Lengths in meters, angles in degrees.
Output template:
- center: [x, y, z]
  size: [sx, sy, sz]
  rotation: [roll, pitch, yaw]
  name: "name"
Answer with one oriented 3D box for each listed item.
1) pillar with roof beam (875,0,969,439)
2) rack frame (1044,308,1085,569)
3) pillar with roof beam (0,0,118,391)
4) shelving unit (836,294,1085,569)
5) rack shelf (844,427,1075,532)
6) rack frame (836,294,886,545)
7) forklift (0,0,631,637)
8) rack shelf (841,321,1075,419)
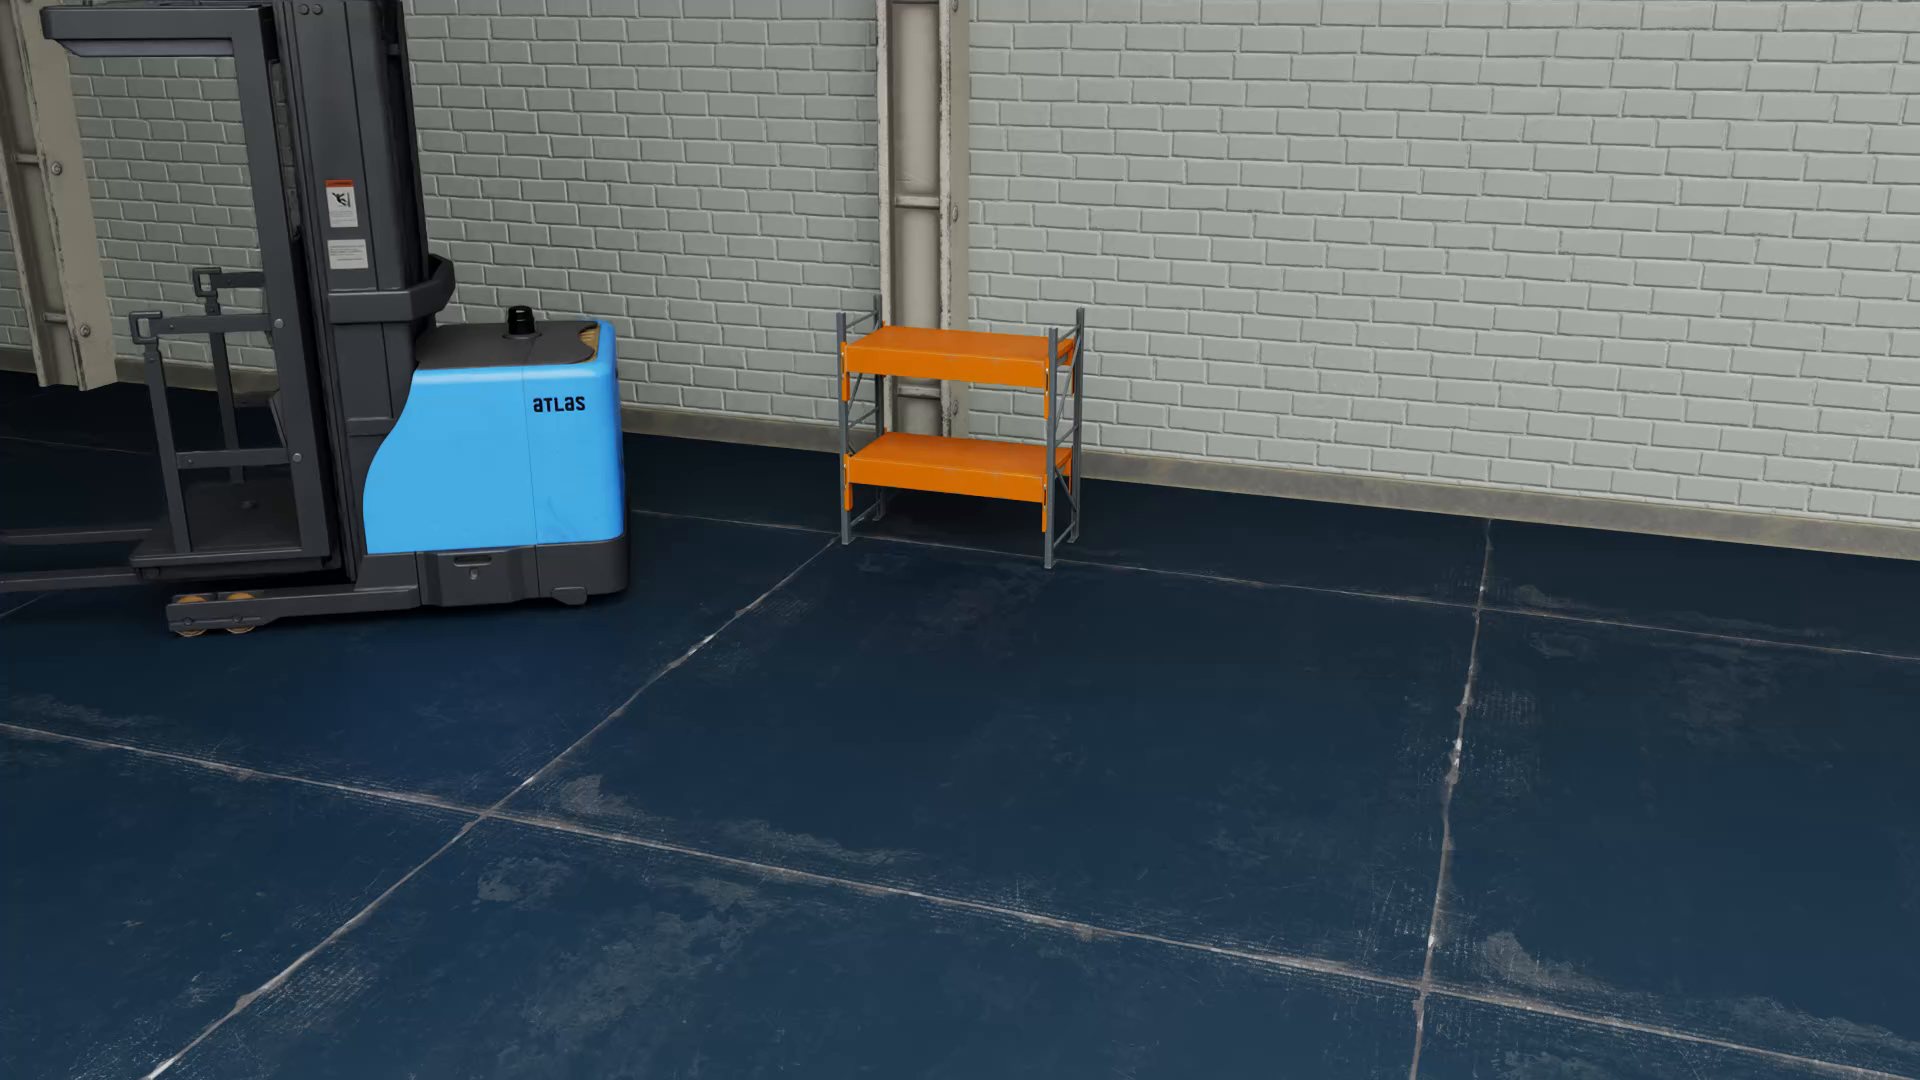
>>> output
- center: [-1.602, -3.307, 3.892]
  size: [0.400, 9.000, 9.100]
  rotation: [7, 20, 18]
  name: "pillar with roof beam"
- center: [0.487, -0.476, 7.731]
  size: [0.032, 1.125, 0.500]
  rotation: [7, 20, 18]
  name: "rack frame"
- center: [-7.270, -3.955, 5.752]
  size: [0.400, 9.000, 9.100]
  rotation: [7, 20, 18]
  name: "pillar with roof beam"
- center: [0.006, -0.530, 7.889]
  size: [1.048, 1.125, 0.538]
  rotation: [7, 20, 18]
  name: "shelving unit"
- center: [0.006, -0.300, 7.969]
  size: [1.000, 0.278, 0.538]
  rotation: [7, 20, 18]
  name: "rack shelf"
- center: [-0.474, -0.585, 8.047]
  size: [0.032, 1.125, 0.500]
  rotation: [7, 20, 18]
  name: "rack frame"
- center: [-3.016, -1.170, 6.980]
  size: [3.031, 2.935, 1.130]
  rotation: [-3, 20, -10]
  name: "forklift"
- center: [0.006, -0.807, 7.793]
  size: [1.000, 0.278, 0.538]
  rotation: [7, 20, 18]
  name: "rack shelf"
